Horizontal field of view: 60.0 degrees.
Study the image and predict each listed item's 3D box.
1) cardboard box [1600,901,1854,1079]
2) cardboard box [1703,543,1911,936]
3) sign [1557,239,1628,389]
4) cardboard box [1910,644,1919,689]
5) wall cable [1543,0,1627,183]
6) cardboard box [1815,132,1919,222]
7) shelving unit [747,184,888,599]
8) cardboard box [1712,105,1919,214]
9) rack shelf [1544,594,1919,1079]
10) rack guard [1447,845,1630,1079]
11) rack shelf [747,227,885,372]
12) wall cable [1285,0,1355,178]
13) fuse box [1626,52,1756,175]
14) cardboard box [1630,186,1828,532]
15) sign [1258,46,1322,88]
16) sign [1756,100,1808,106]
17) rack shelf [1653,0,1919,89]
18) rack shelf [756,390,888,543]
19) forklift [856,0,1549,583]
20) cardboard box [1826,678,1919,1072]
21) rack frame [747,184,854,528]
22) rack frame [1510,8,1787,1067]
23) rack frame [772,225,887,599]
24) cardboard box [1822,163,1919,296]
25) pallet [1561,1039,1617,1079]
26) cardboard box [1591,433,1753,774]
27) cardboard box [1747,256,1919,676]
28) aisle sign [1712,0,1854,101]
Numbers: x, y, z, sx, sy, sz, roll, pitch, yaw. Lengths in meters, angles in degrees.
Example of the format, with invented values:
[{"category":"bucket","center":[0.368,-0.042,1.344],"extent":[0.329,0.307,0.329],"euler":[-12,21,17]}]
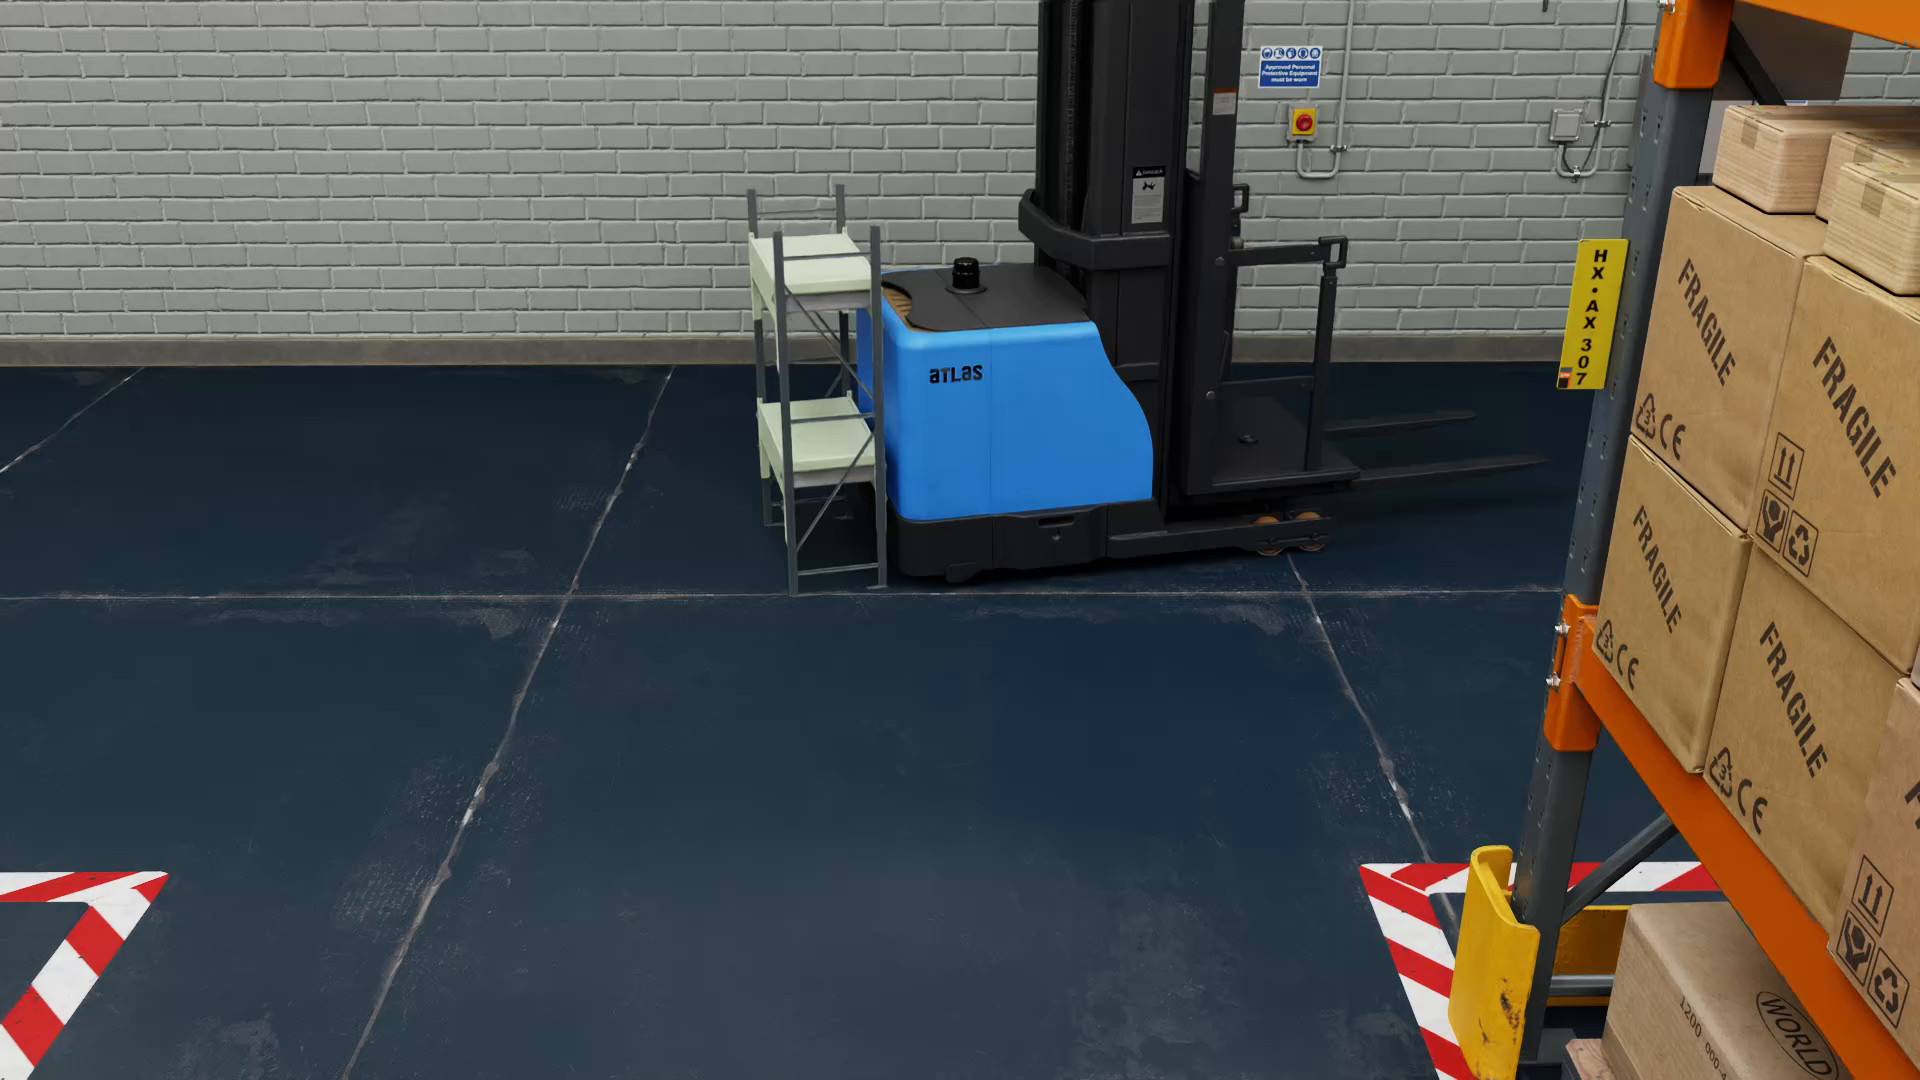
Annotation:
[{"category":"cardboard box","center":[1.996,1.204,3.547],"extent":[0.875,0.438,0.875],"euler":[-1,24,-2]},{"category":"cardboard box","center":[1.641,0.318,2.785],"extent":[0.500,0.500,0.500],"euler":[-1,24,-1]},{"category":"sign","center":[1.334,-0.474,3.511],"extent":[0.100,0.325,0.005],"euler":[0,24,-1]},{"category":"cardboard box","center":[1.635,0.079,2.100],"extent":[0.500,0.500,0.500],"euler":[0,24,-1]},{"category":"wall cable","center":[3.222,-2.841,8.659],"extent":[0.588,1.984,0.122],"euler":[0,24,-1]},{"category":"cardboard box","center":[1.690,-0.585,2.782],"extent":[0.380,0.149,0.250],"euler":[0,24,1]},{"category":"shelving unit","center":[-0.584,-0.616,6.792],"extent":[0.431,1.500,0.755],"euler":[-6,25,-13]},{"category":"cardboard box","center":[1.616,-0.693,3.020],"extent":[0.380,0.149,0.250],"euler":[0,24,1]},{"category":"rack shelf","center":[1.911,1.108,2.032],"extent":[1.077,0.370,4.000],"euler":[0,24,-1]},{"category":"rack guard","center":[1.889,1.086,4.243],"extent":[1.175,0.500,0.348],"euler":[0,24,-1]},{"category":"rack shelf","center":[-0.584,-0.972,6.631],"extent":[0.431,0.370,0.720],"euler":[-6,25,-13]},{"category":"wall cable","center":[1.804,-2.844,8.627],"extent":[0.585,1.953,0.123],"euler":[0,24,-1]},{"category":"fuse box","center":[3.906,-1.729,8.997],"extent":[0.539,1.711,0.414],"euler":[0,24,-1]},{"category":"cardboard box","center":[1.609,-0.346,3.039],"extent":[0.500,0.500,0.500],"euler":[-1,24,-2]},{"category":"sign","center":[1.755,-2.515,8.843],"extent":[0.327,0.218,0.001],"euler":[0,24,-1]},{"category":"sign","center":[4.398,-2.360,8.944],"extent":[0.329,0.494,0.001],"euler":[0,24,-1]},{"category":"rack shelf","center":[1.911,-0.258,1.414],"extent":[1.077,0.370,4.000],"euler":[0,24,-1]},{"category":"rack shelf","center":[-0.584,-0.319,6.926],"extent":[0.431,0.370,0.720],"euler":[-6,25,-13]},{"category":"forklift","center":[1.108,-1.472,6.947],"extent":[3.031,2.935,1.130],"euler":[-6,25,-13]},{"category":"cardboard box","center":[1.628,0.528,2.321],"extent":[0.500,0.500,0.500],"euler":[0,24,-1]},{"category":"rack frame","center":[-0.672,-0.762,7.115],"extent":[0.400,1.500,0.023],"euler":[-6,25,-13]},{"category":"rack frame","center":[1.889,-0.043,3.706],"extent":[1.000,3.000,0.127],"euler":[0,24,-1]},{"category":"rack frame","center":[-0.495,-0.470,6.468],"extent":[0.400,1.500,0.023],"euler":[-6,25,-13]},{"category":"cardboard box","center":[1.578,-0.477,2.544],"extent":[0.380,0.149,0.250],"euler":[0,24,1]},{"category":"pallet","center":[1.976,1.556,3.553],"extent":[1.003,0.211,1.213],"euler":[0,24,-1]},{"category":"cardboard box","center":[1.607,0.110,3.245],"extent":[0.500,0.500,0.500],"euler":[0,24,-1]},{"category":"cardboard box","center":[1.622,-0.133,2.569],"extent":[0.500,0.500,0.500],"euler":[-1,24,-2]},{"category":"aisle sign","center":[1.598,-1.256,3.233],"extent":[0.394,0.787,0.004],"euler":[0,24,-1]}]
